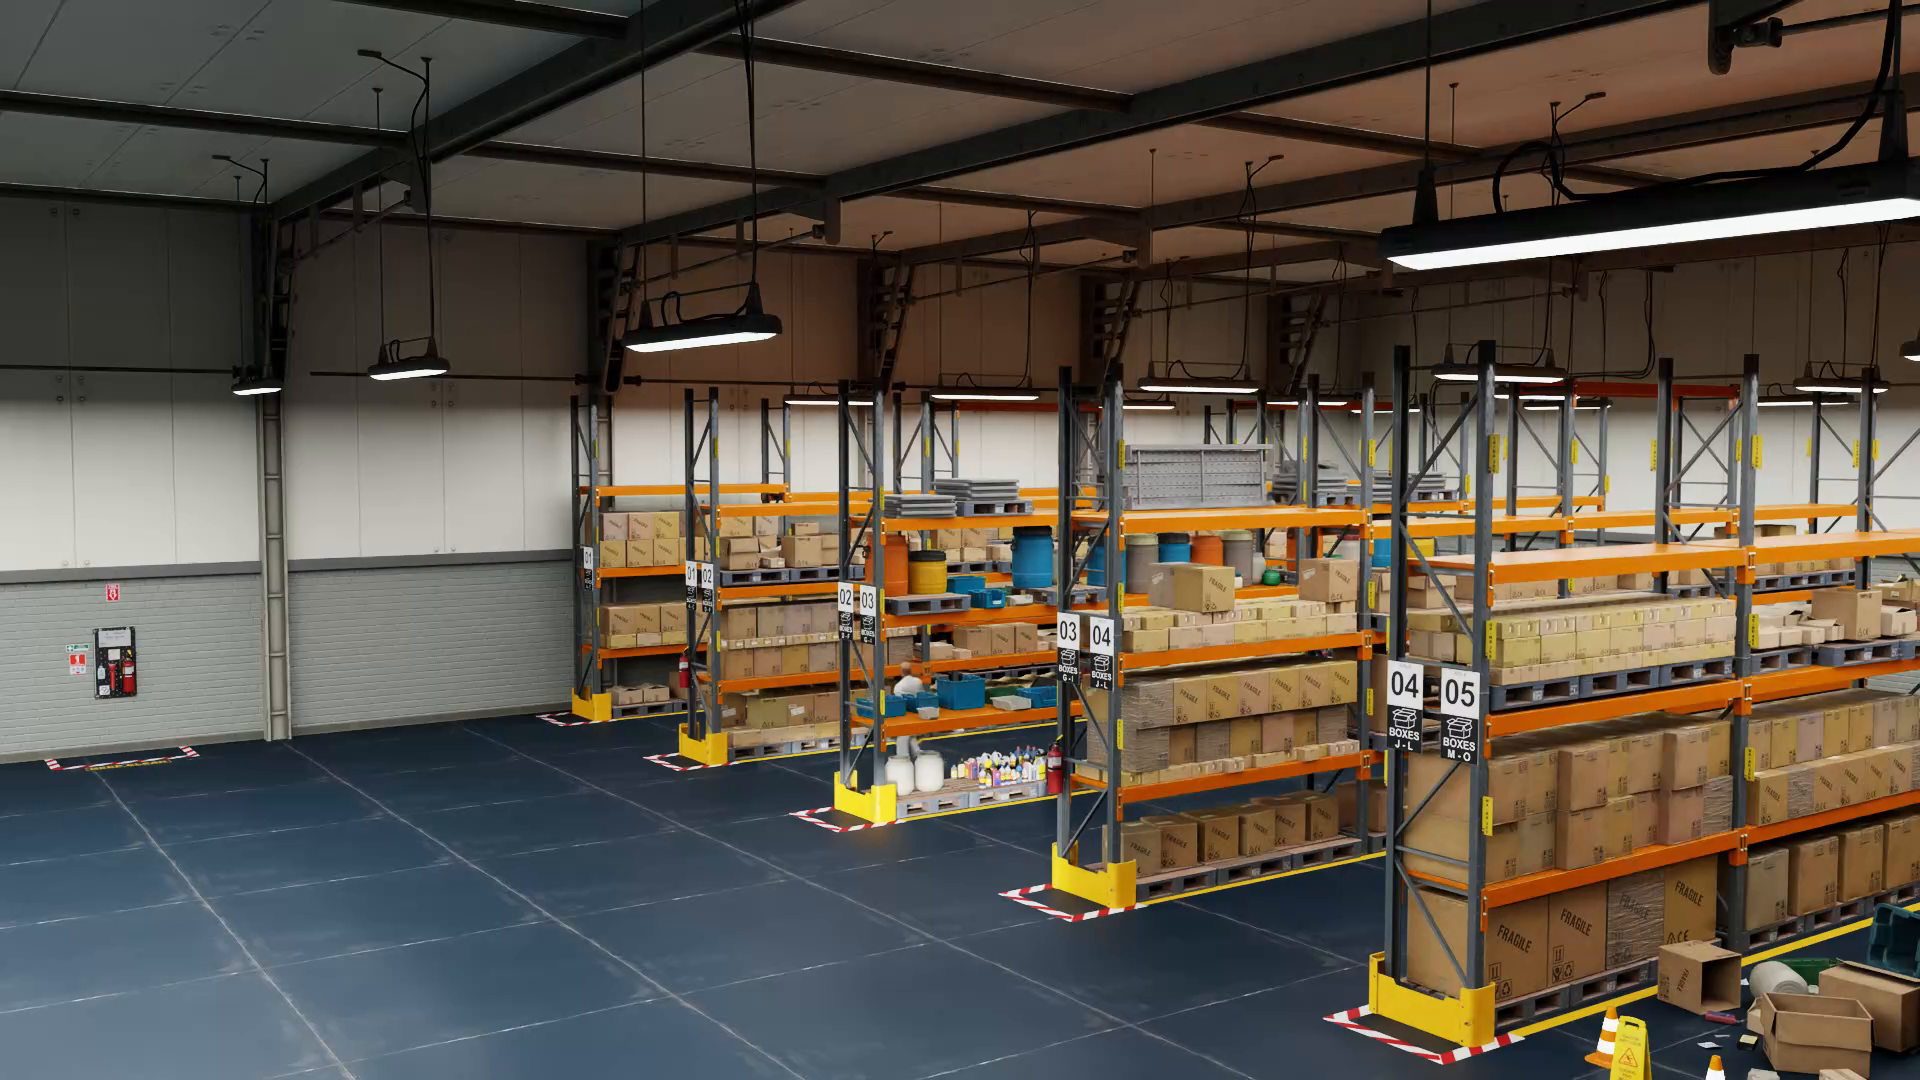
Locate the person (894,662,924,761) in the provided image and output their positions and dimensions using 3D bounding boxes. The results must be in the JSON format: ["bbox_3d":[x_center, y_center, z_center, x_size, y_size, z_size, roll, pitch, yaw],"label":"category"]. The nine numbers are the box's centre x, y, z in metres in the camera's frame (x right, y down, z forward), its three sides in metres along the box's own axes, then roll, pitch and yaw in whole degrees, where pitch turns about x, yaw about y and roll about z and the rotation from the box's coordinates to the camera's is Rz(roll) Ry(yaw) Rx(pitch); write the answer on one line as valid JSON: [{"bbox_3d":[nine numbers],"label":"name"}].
[{"bbox_3d":[-0.788,2.748,25.332,0.497,1.792,0.656,2,4,36],"label":"person"}]

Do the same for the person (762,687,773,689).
[{"bbox_3d":[-3.554,2.508,30.385,0.369,1.716,0.575,2,4,33],"label":"person"}]

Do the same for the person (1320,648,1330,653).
[{"bbox_3d":[7.093,2.411,32.005,0.485,1.660,0.386,-1,4,-21],"label":"person"}]
